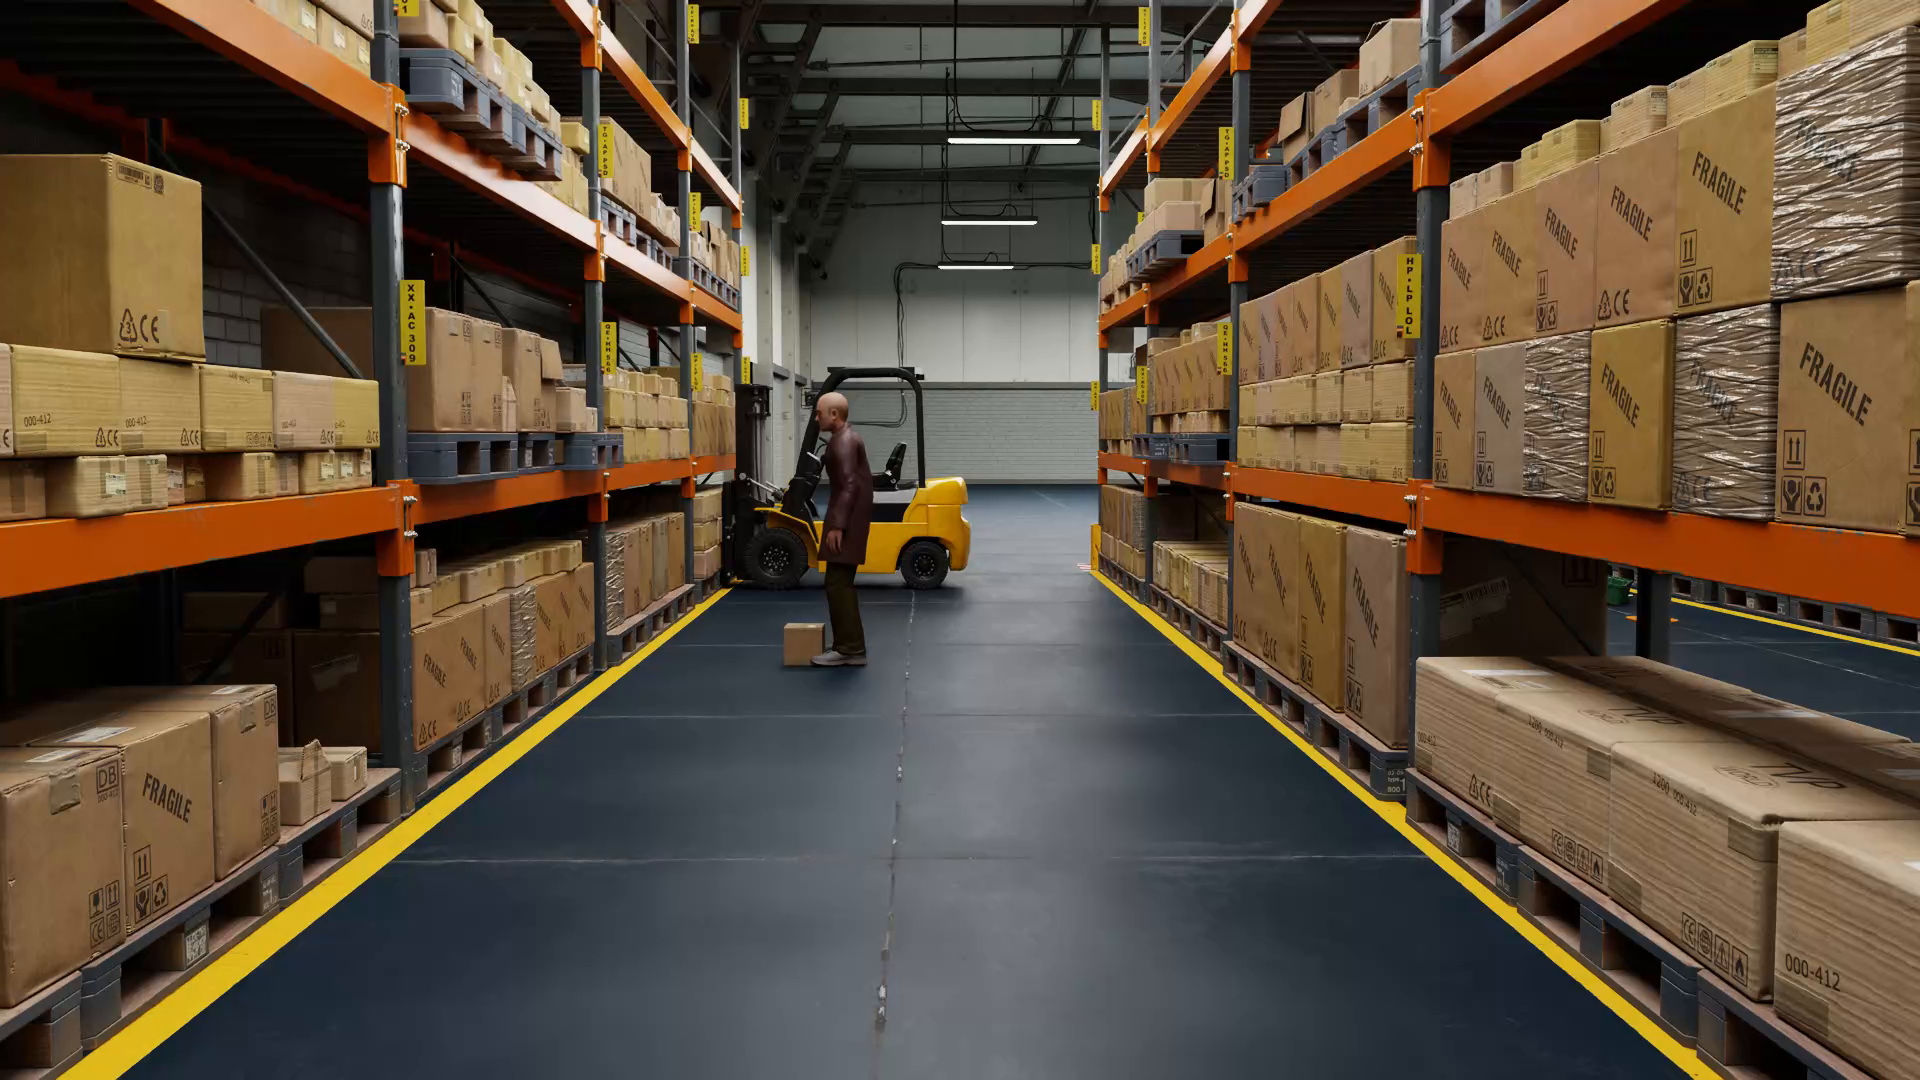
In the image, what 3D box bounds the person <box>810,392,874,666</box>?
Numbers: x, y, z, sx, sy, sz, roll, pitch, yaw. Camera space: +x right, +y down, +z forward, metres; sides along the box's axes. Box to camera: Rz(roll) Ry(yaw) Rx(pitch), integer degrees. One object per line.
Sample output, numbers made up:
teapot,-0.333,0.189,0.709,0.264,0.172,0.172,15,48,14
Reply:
person,-0.772,-0.076,10.887,0.416,1.774,0.654,0,4,-3
